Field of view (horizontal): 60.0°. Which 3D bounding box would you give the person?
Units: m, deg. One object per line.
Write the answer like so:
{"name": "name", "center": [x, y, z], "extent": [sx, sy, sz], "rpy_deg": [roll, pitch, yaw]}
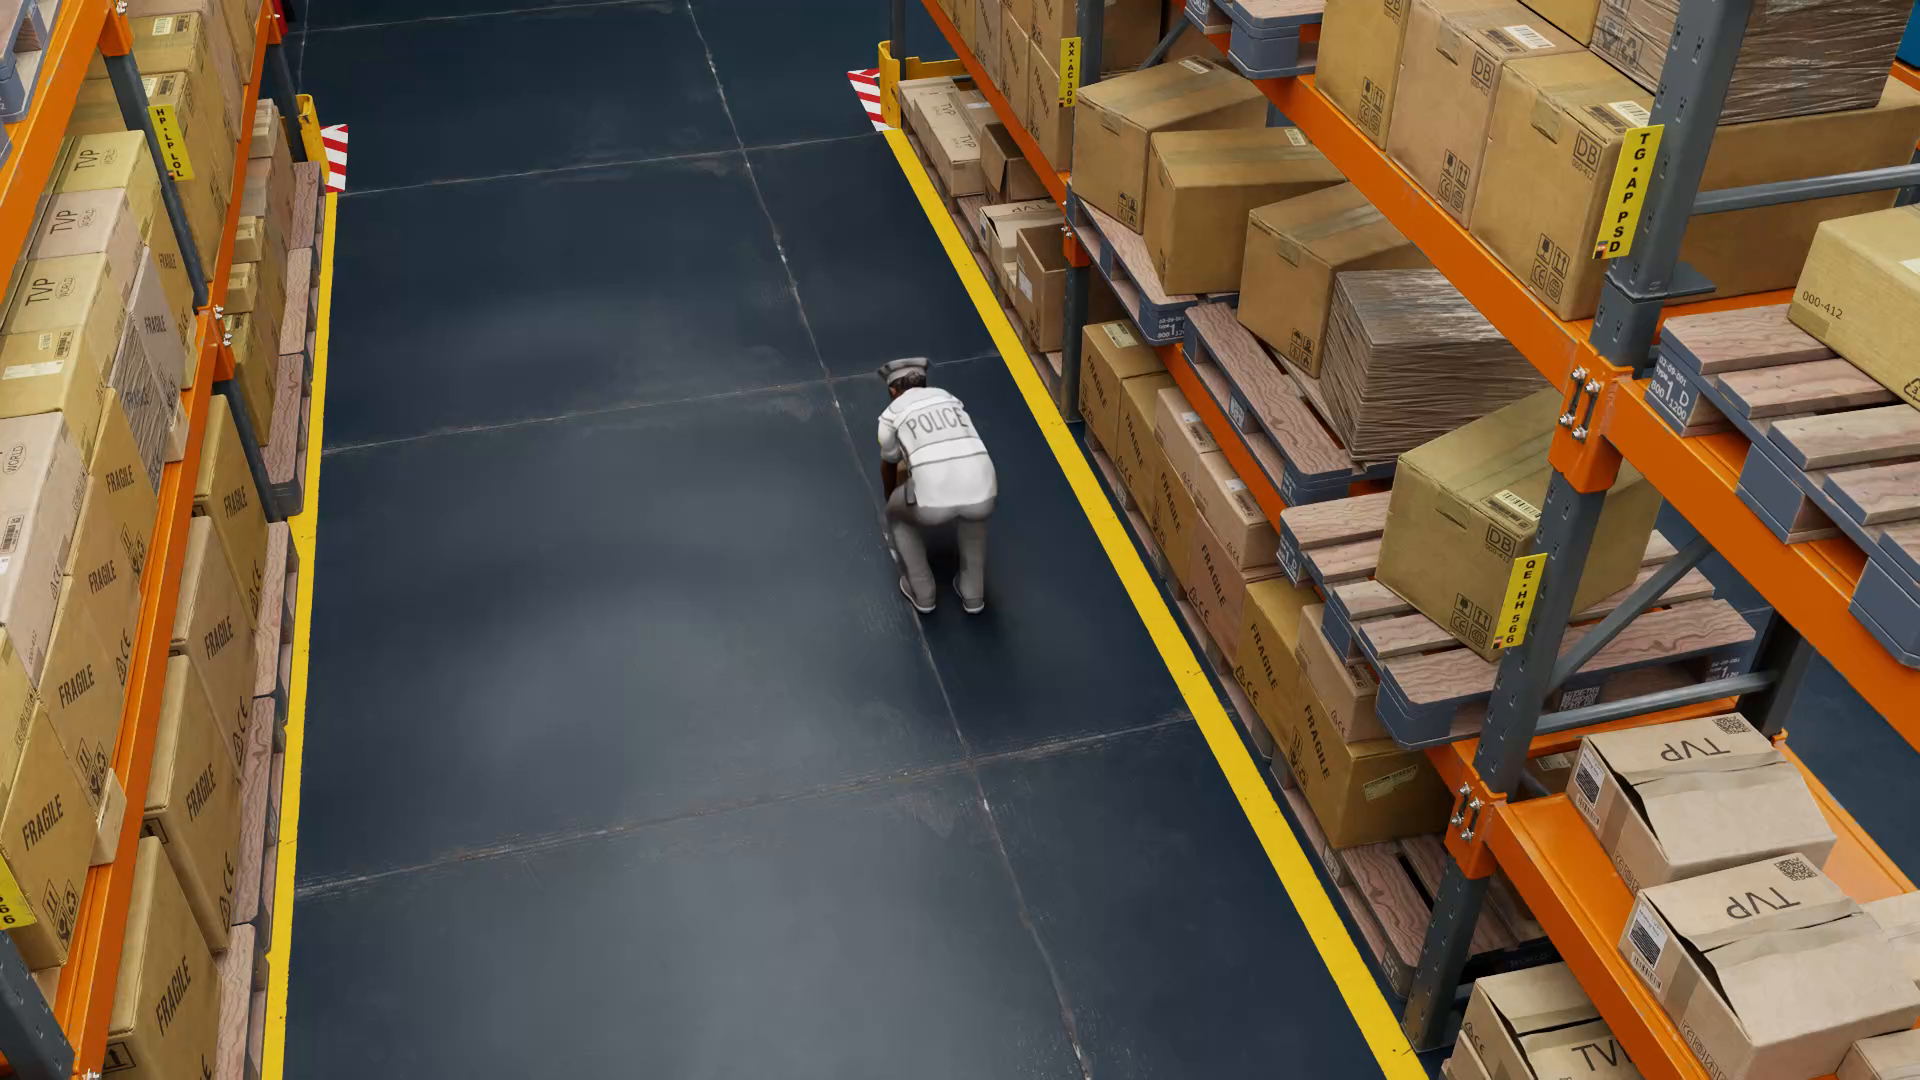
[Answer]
{"name": "person", "center": [-0.125, -0.232, 7.521], "extent": [0.450, 1.027, 0.933], "rpy_deg": [-11, 40, -14]}
